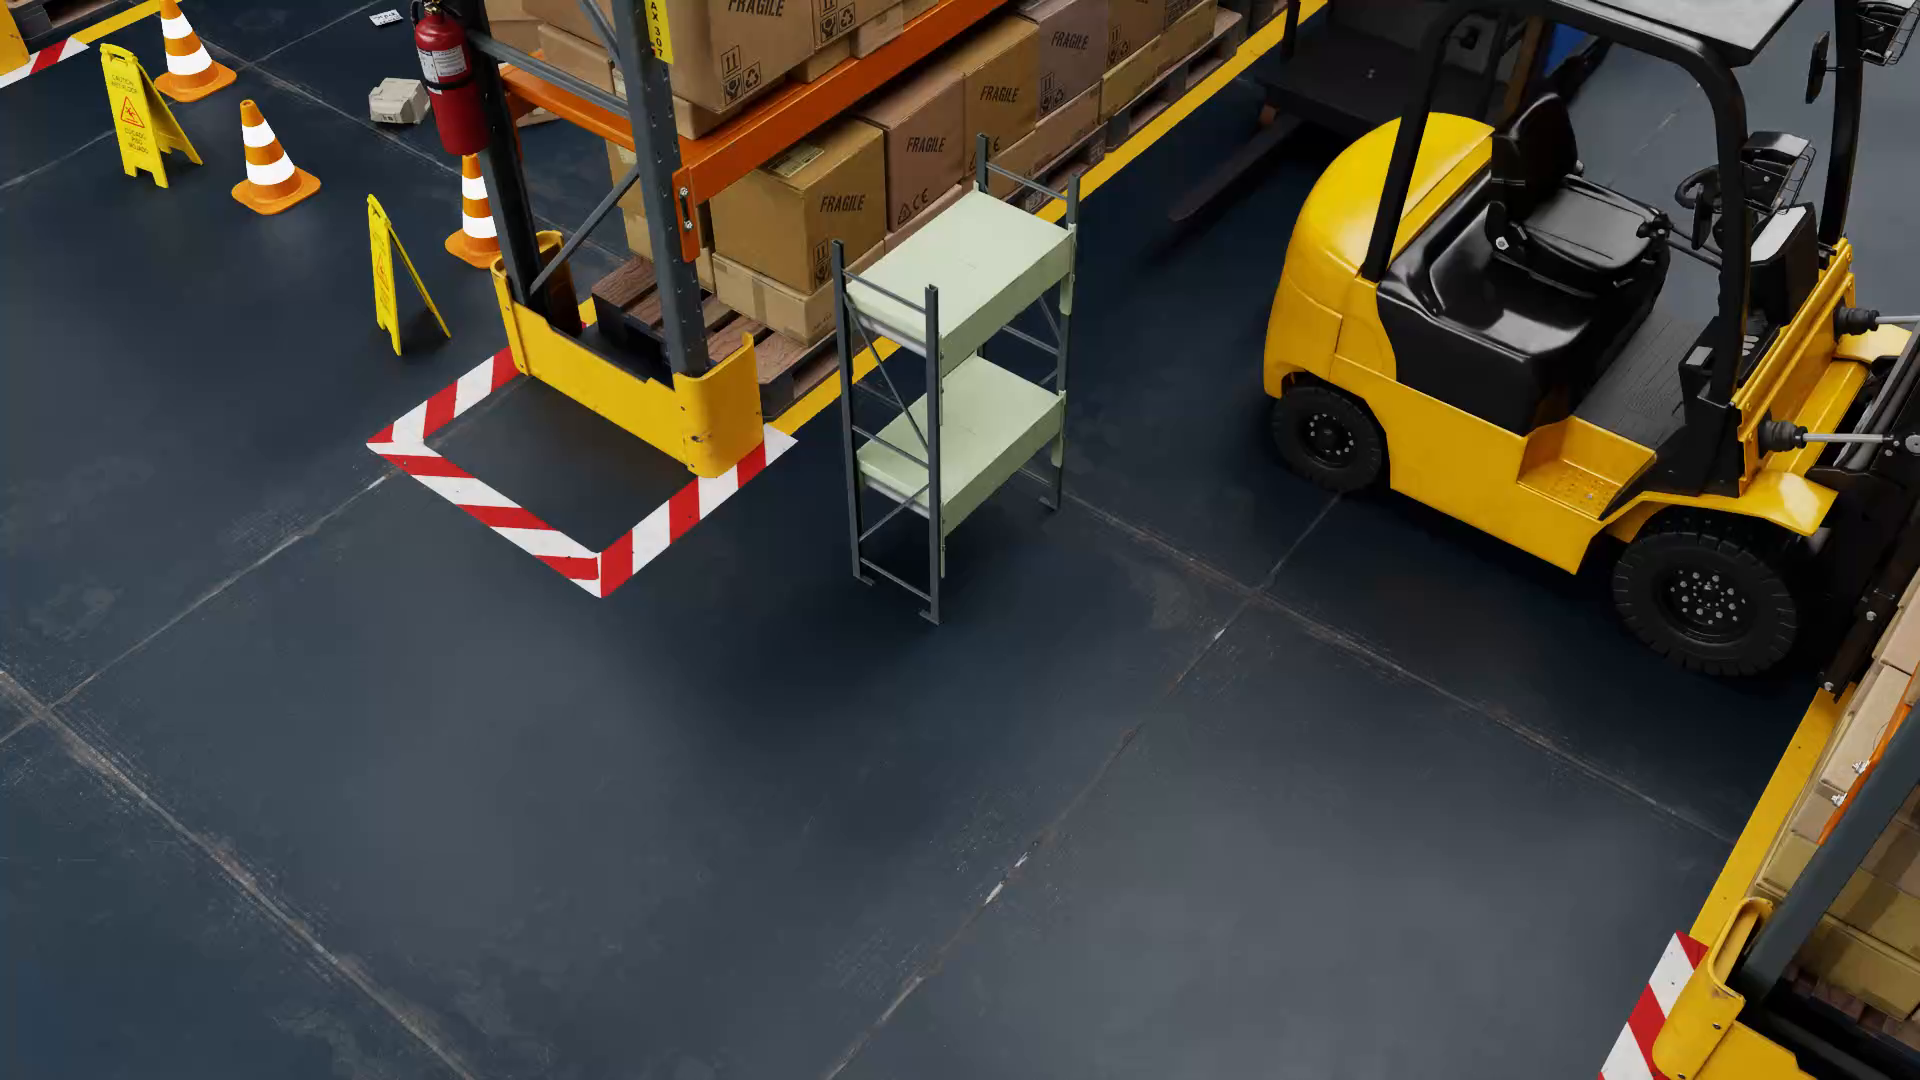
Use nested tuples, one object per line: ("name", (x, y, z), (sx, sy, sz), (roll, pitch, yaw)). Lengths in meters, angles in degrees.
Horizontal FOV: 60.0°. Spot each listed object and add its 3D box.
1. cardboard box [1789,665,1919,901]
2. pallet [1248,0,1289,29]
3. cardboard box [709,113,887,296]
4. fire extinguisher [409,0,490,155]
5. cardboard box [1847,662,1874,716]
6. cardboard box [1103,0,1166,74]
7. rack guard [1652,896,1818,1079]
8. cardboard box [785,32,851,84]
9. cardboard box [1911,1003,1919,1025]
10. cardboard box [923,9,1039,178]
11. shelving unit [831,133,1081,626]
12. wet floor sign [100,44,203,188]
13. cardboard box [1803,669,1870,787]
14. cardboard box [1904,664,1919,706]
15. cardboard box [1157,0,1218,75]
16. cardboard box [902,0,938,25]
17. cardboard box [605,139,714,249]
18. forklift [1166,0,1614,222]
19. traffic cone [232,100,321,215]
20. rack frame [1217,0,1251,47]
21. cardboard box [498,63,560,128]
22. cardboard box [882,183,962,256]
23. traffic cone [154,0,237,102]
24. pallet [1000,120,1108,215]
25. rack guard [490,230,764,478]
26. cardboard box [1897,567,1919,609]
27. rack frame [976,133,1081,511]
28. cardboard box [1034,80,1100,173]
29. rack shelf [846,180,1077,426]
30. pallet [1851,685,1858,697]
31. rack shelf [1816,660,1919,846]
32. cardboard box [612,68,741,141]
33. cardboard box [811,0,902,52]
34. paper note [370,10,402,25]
("cardboard box", (2.596, 0.680, 4.446), (0.500, 0.250, 0.500), (31, 54, 26))
("pallet", (1.551, -3.342, 9.297), (1.003, 0.211, 1.213), (29, 53, 25))
("cardboard box", (-0.643, -1.378, 6.584), (0.500, 0.500, 0.500), (28, 52, 24))
("fire extinguisher", (-1.804, -1.682, 5.836), (0.296, 0.674, 0.183), (29, 53, 25))
("cardboard box", (2.927, 0.555, 4.911), (0.500, 0.250, 0.500), (29, 53, 25))
("cardboard box", (0.618, -2.565, 7.718), (0.500, 0.500, 0.500), (30, 53, 26))
("rack guard", (2.547, 1.499, 4.472), (1.175, 0.500, 0.348), (29, 53, 25))
("cardboard box", (-0.628, -1.853, 6.120), (0.380, 0.149, 0.250), (28, 52, 24))
("cardboard box", (3.016, 1.232, 4.610), (0.500, 0.250, 0.500), (29, 53, 25))
("cardboard box", (-0.014, -1.962, 7.143), (0.500, 0.500, 0.500), (30, 53, 26))
("shelving unit", (-0.004, -0.514, 5.704), (0.431, 1.500, 0.755), (29, 53, 25))
("wet floor sign", (-3.799, -1.996, 7.710), (0.267, 0.644, 0.232), (21, 50, 19))
("cardboard box", (2.910, 0.738, 5.082), (0.500, 0.250, 0.500), (29, 53, 25))
("cardboard box", (2.654, 0.190, 3.925), (0.500, 0.500, 0.500), (28, 52, 24))
("cardboard box", (0.928, -2.597, 8.268), (0.500, 0.250, 0.500), (32, 54, 27))
("cardboard box", (-0.305, -2.141, 6.394), (0.380, 0.149, 0.250), (31, 54, 26))
("cardboard box", (-1.086, -1.598, 6.795), (0.500, 0.500, 0.500), (30, 53, 25))
("forklift", (2.106, -2.984, 7.073), (1.130, 2.935, 3.031), (30, 53, 25))
("traffic cone", (-3.213, -1.807, 7.656), (0.336, 0.463, 0.334), (29, 53, 25))
("rack frame", (1.077, -3.859, 7.862), (1.000, 3.000, 0.127), (29, 53, 25))
("cardboard box", (-2.167, -2.228, 8.276), (0.250, 0.149, 0.380), (-17, 49, -15))
("cardboard box", (-0.339, -1.394, 7.118), (0.500, 0.250, 0.500), (31, 54, 26))
("traffic cone", (-3.899, -2.501, 8.319), (0.336, 0.463, 0.334), (29, 53, 25))
("pallet", (-0.052, -1.795, 7.819), (1.003, 0.211, 1.213), (29, 53, 25))
("rack guard", (-1.323, -0.750, 6.621), (1.175, 0.500, 0.348), (29, 53, 25))
("cardboard box", (3.204, 0.092, 5.007), (0.500, 0.250, 0.500), (30, 53, 25))
("rack frame", (0.220, -0.724, 5.904), (0.400, 1.500, 0.023), (29, 53, 25))
("cardboard box", (0.296, -1.999, 7.697), (0.500, 0.250, 0.500), (30, 53, 26))
("rack shelf", (-0.004, -0.784, 5.422), (0.431, 0.370, 0.720), (29, 53, 25))
("pallet", (3.742, 0.434, 5.689), (1.003, 0.211, 1.213), (29, 53, 25))
("rack shelf", (3.784, -0.274, 4.935), (1.077, 0.370, 4.000), (29, 53, 25))
("cardboard box", (-0.997, -1.586, 5.865), (0.380, 0.149, 0.250), (29, 53, 25))
("cardboard box", (-0.546, -2.154, 5.958), (0.500, 0.500, 0.500), (31, 54, 26))
("paper note", (-3.071, -2.798, 8.903), (0.142, 0.017, 0.144), (-25, 51, -22))
